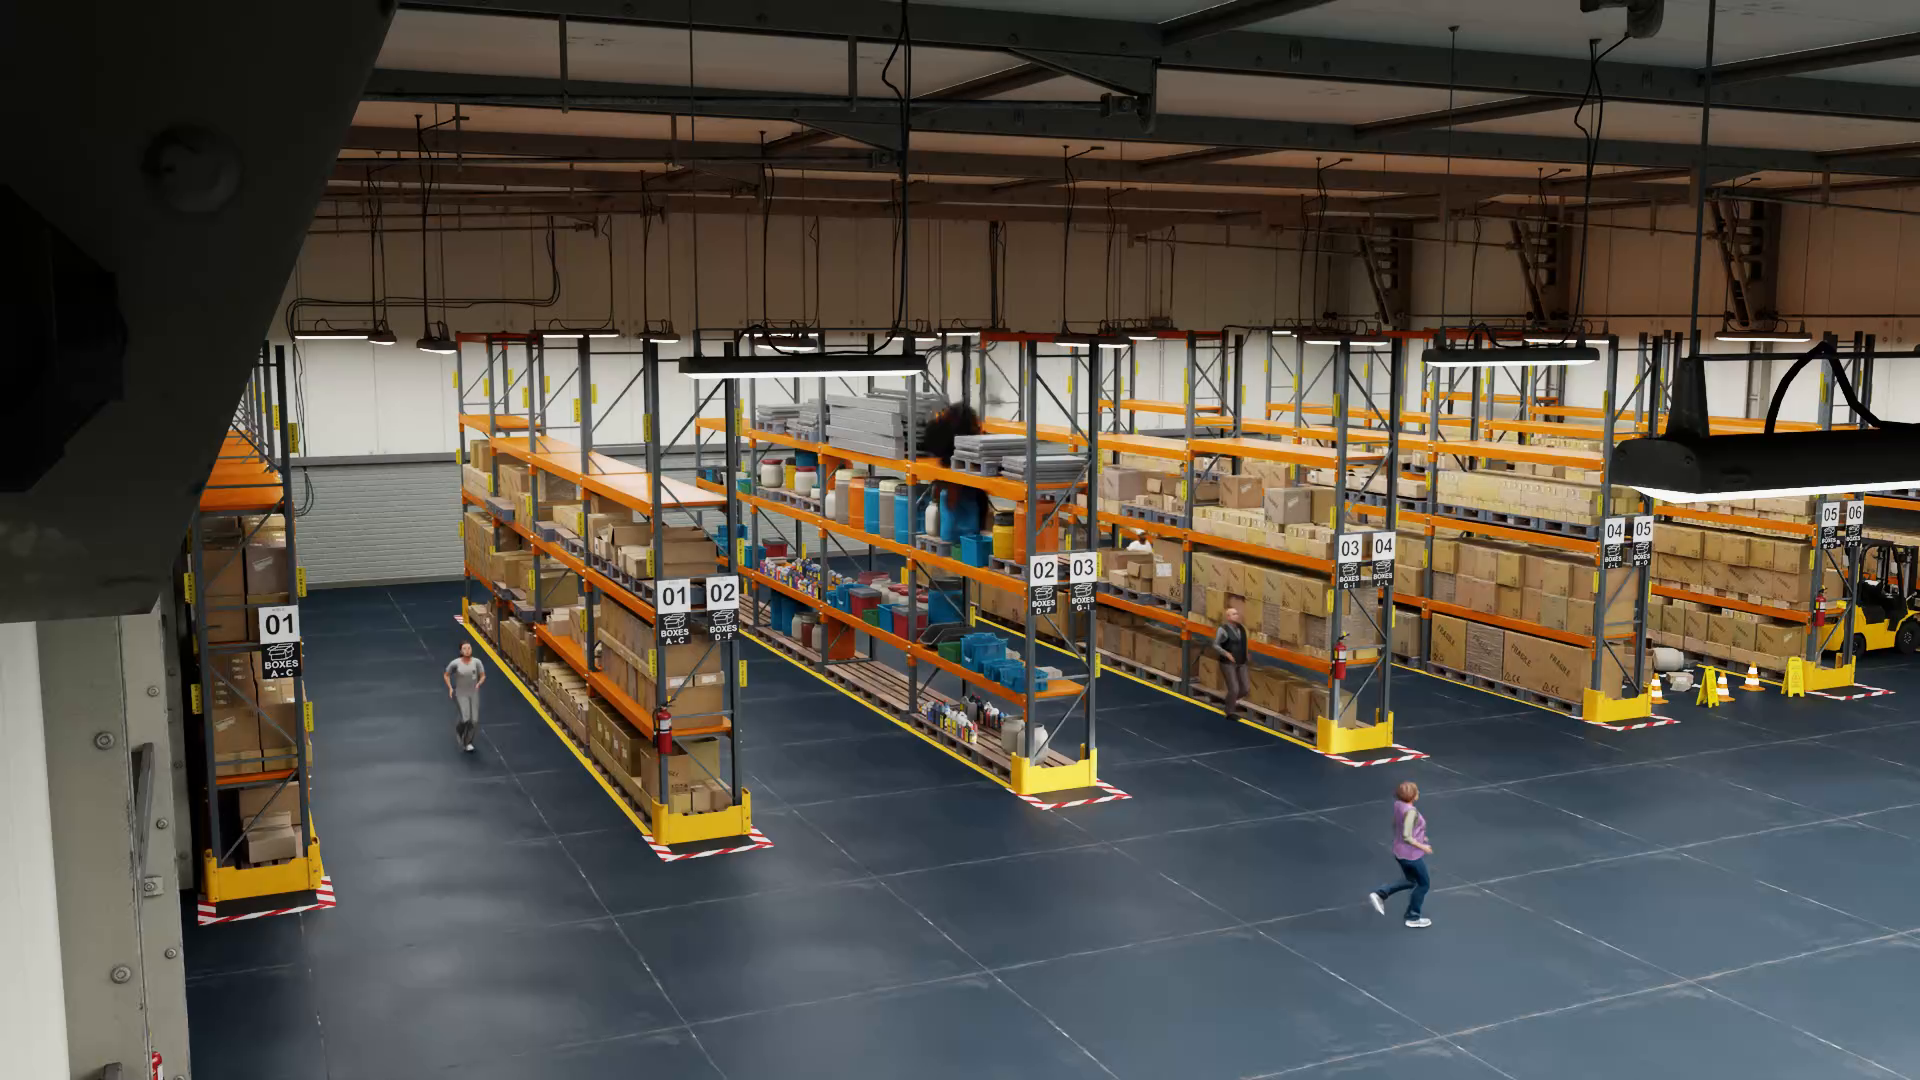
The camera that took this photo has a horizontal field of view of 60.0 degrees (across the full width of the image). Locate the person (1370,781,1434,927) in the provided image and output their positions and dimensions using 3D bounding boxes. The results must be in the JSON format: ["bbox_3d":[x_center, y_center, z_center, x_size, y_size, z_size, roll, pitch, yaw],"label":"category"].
[{"bbox_3d":[4.598,3.255,17.210,0.637,1.550,0.540,-1,8,-5],"label":"person"}]

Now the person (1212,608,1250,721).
[{"bbox_3d":[4.096,1.863,24.899,0.656,1.691,0.561,-4,9,-28],"label":"person"}]

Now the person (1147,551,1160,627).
[{"bbox_3d":[3.933,1.008,33.082,0.669,1.823,0.751,-5,9,-33],"label":"person"}]

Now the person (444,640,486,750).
[{"bbox_3d":[-7.156,2.274,24.176,0.565,1.624,0.545,-4,9,-30],"label":"person"}]

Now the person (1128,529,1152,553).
[{"bbox_3d":[3.942,0.601,36.288,0.711,1.735,0.652,-4,9,-29],"label":"person"}]
